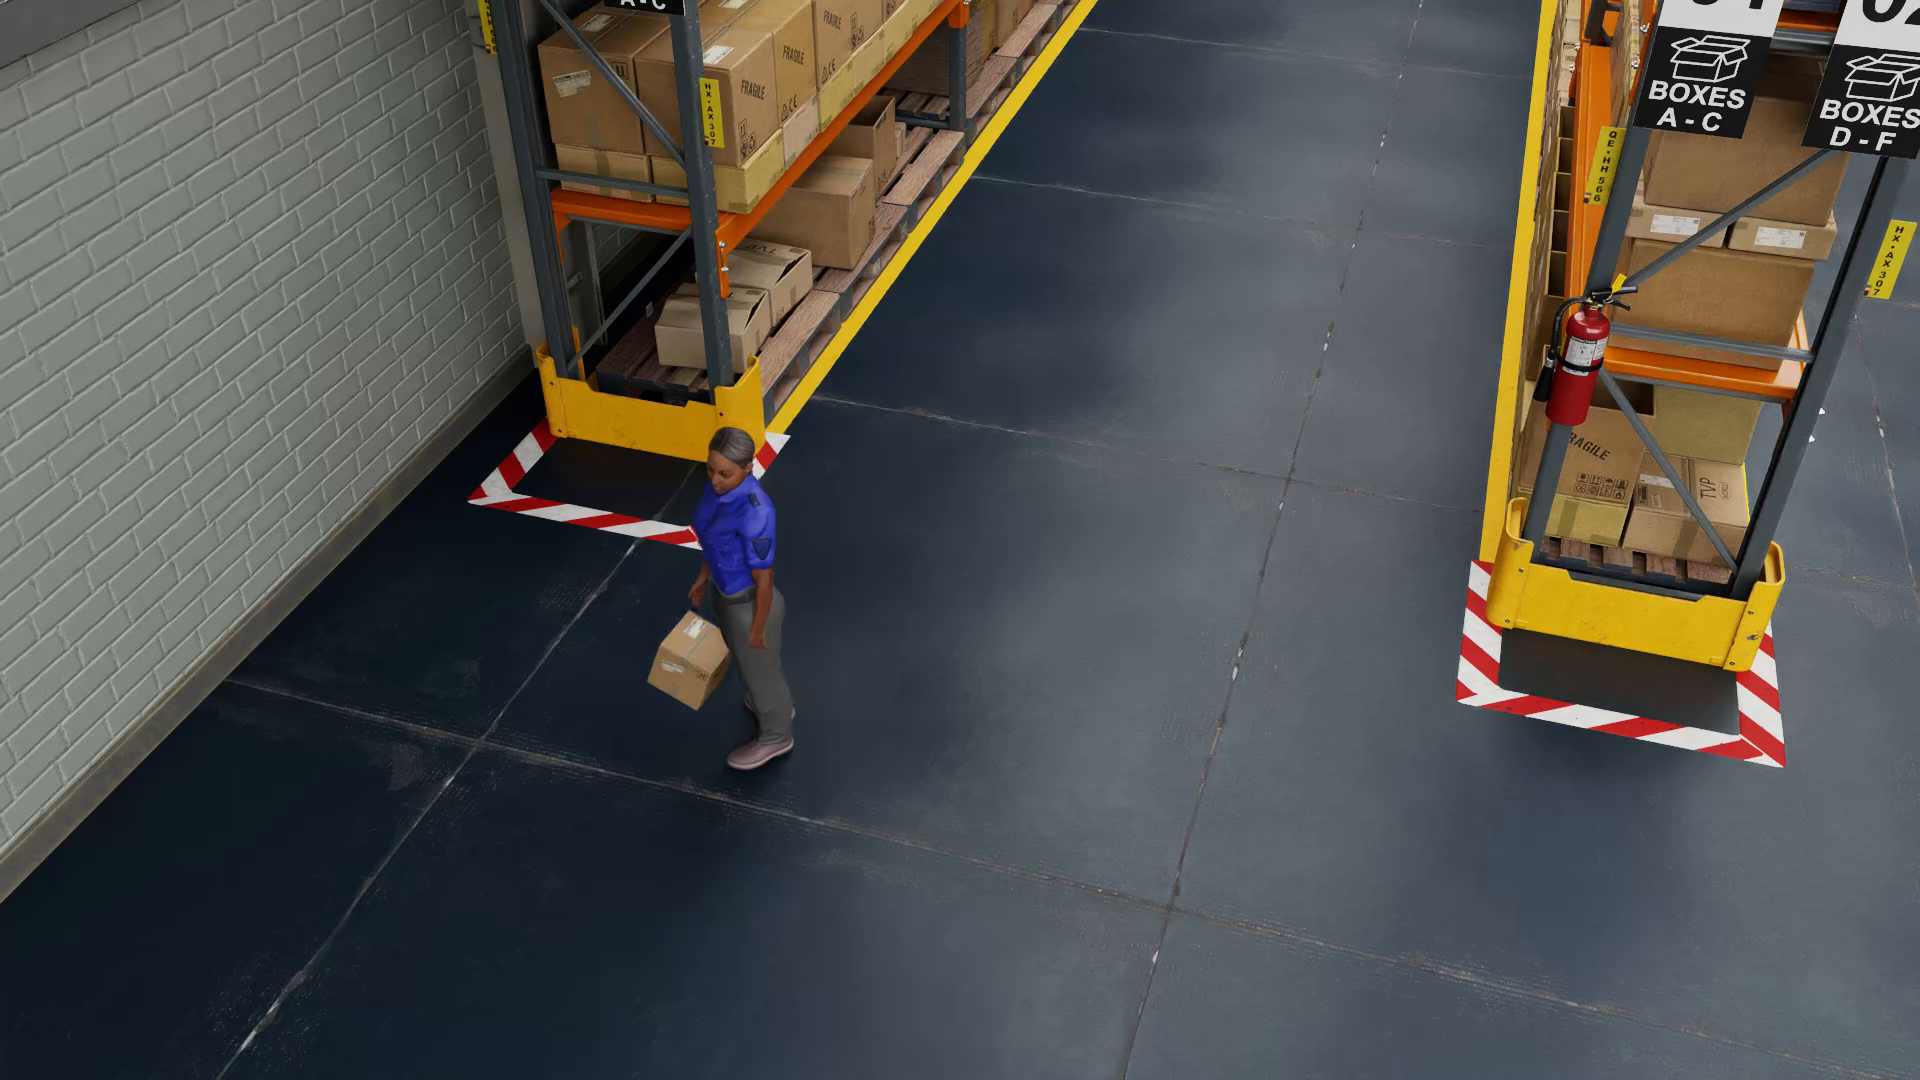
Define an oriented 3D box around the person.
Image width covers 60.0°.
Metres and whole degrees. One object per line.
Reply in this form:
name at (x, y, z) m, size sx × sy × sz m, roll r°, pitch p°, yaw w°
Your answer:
person at (-0.842, 0.212, 6.530) m, size 0.391 × 1.589 × 0.481 m, roll -14°, pitch 39°, yaw -18°
